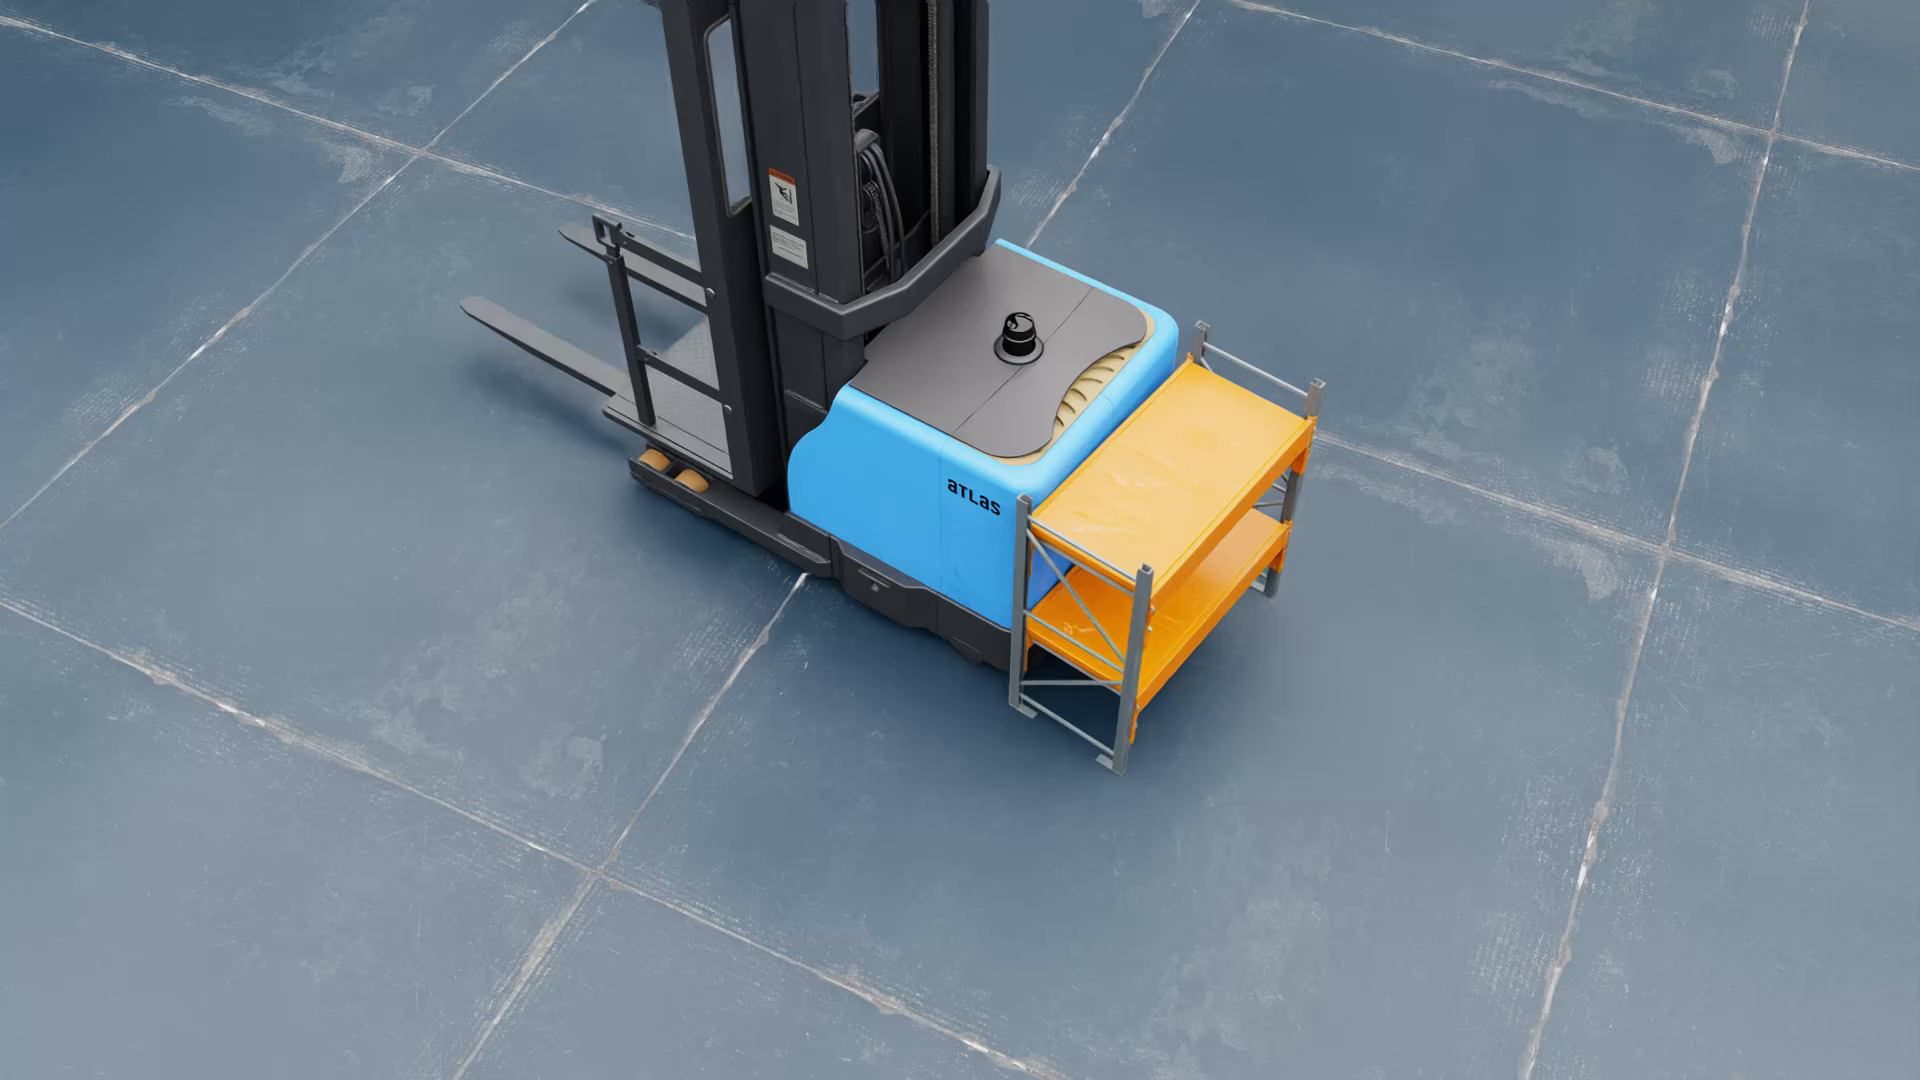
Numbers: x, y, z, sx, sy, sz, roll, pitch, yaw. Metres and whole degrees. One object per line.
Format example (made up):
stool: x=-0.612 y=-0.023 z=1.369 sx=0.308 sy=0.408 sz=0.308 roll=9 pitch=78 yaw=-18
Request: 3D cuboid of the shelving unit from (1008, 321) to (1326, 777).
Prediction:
shelving unit: x=0.697 y=0.038 z=5.794 sx=0.538 sy=1.125 sz=1.048 roll=31 pitch=56 yaw=24

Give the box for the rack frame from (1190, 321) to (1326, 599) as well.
rack frame: x=1.012 y=-0.266 z=6.053 sx=0.500 sy=1.125 sz=0.032 roll=31 pitch=56 yaw=24

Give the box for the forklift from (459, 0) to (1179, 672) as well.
forklift: x=-0.717 y=-1.372 z=5.808 sx=3.031 sy=2.935 sz=1.130 roll=28 pitch=55 yaw=22

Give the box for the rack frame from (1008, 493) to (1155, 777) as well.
rack frame: x=0.382 y=0.342 z=5.536 sx=0.500 sy=1.125 sz=0.032 roll=31 pitch=56 yaw=24

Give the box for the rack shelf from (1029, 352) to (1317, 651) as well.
rack shelf: x=0.697 y=-0.152 z=5.571 sx=0.538 sy=0.278 sz=1.000 roll=31 pitch=56 yaw=24

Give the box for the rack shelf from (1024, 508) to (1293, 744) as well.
rack shelf: x=0.697 y=0.197 z=5.980 sx=0.538 sy=0.278 sz=1.000 roll=31 pitch=56 yaw=24
